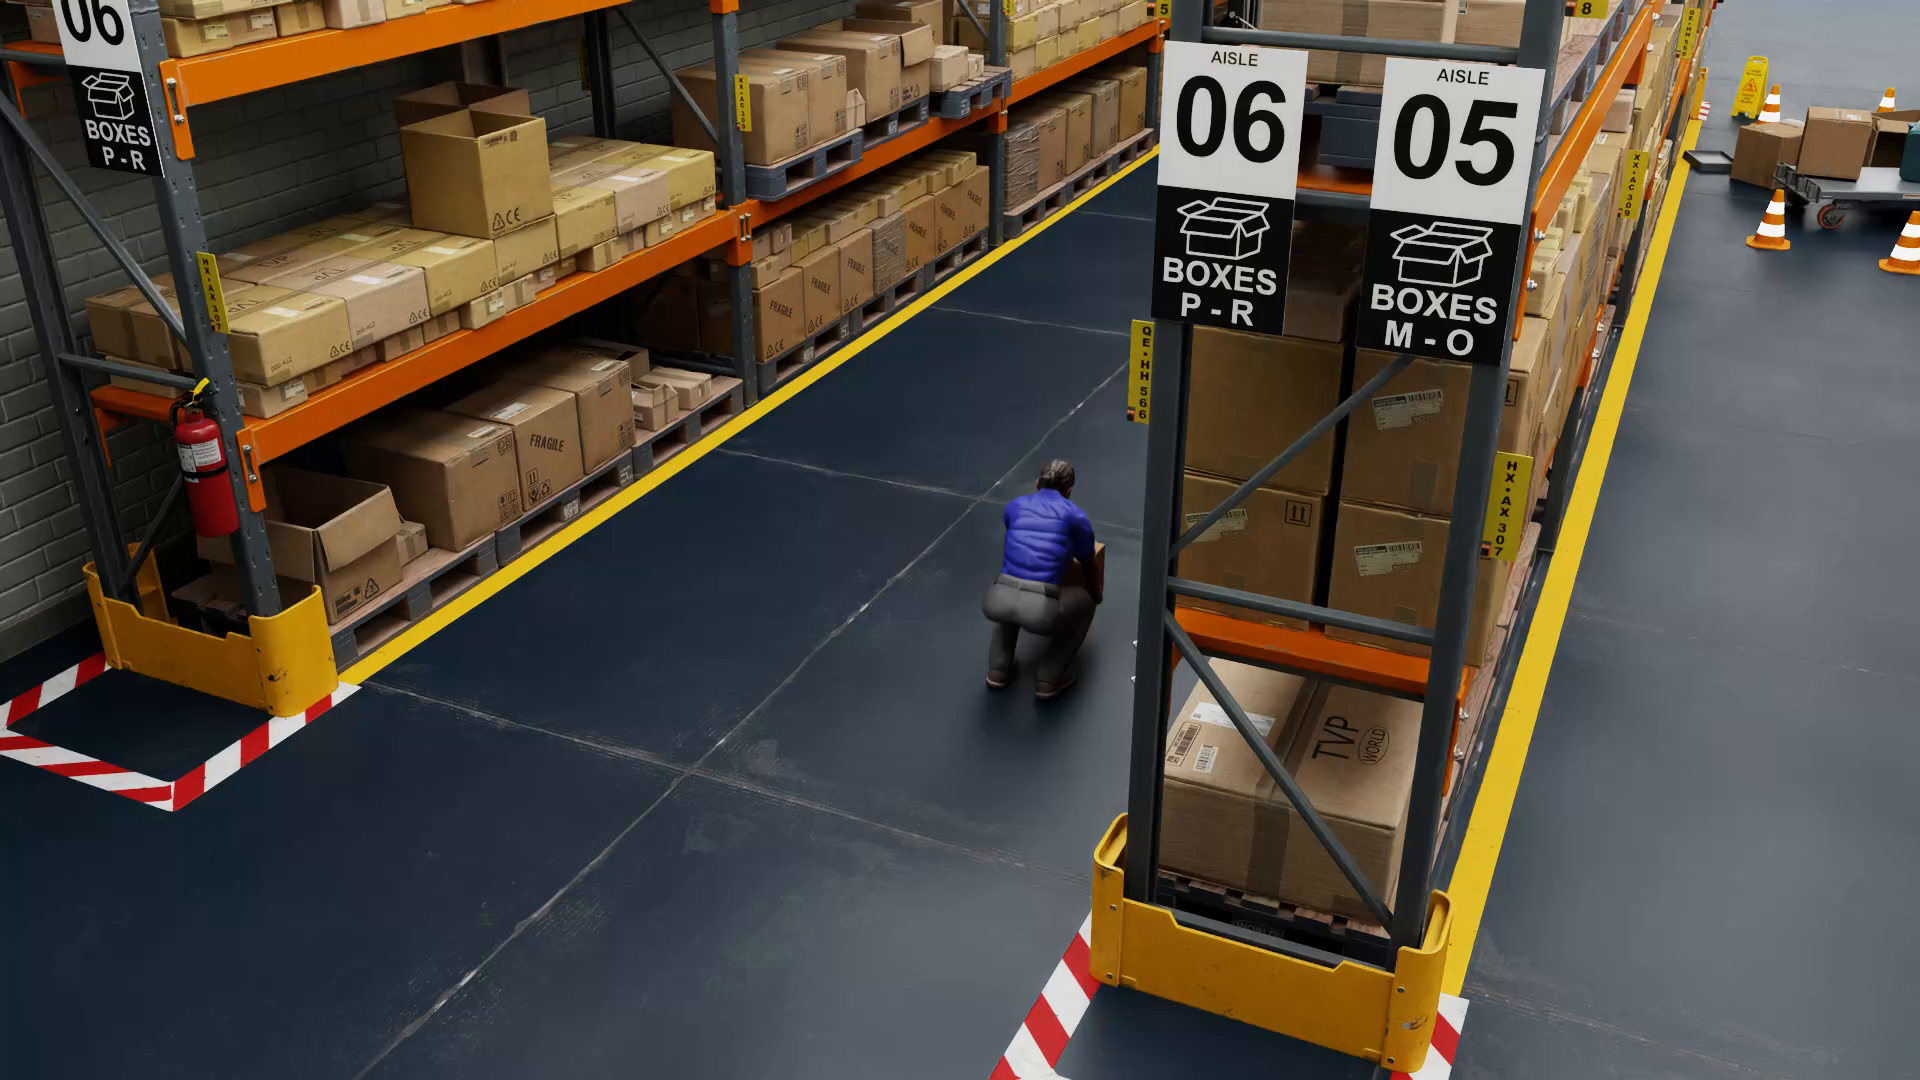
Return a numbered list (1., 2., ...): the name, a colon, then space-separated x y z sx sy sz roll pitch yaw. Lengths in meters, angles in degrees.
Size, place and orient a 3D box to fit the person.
1. person: 0.385 0.171 7.597 0.461 0.943 0.851 11 29 22
